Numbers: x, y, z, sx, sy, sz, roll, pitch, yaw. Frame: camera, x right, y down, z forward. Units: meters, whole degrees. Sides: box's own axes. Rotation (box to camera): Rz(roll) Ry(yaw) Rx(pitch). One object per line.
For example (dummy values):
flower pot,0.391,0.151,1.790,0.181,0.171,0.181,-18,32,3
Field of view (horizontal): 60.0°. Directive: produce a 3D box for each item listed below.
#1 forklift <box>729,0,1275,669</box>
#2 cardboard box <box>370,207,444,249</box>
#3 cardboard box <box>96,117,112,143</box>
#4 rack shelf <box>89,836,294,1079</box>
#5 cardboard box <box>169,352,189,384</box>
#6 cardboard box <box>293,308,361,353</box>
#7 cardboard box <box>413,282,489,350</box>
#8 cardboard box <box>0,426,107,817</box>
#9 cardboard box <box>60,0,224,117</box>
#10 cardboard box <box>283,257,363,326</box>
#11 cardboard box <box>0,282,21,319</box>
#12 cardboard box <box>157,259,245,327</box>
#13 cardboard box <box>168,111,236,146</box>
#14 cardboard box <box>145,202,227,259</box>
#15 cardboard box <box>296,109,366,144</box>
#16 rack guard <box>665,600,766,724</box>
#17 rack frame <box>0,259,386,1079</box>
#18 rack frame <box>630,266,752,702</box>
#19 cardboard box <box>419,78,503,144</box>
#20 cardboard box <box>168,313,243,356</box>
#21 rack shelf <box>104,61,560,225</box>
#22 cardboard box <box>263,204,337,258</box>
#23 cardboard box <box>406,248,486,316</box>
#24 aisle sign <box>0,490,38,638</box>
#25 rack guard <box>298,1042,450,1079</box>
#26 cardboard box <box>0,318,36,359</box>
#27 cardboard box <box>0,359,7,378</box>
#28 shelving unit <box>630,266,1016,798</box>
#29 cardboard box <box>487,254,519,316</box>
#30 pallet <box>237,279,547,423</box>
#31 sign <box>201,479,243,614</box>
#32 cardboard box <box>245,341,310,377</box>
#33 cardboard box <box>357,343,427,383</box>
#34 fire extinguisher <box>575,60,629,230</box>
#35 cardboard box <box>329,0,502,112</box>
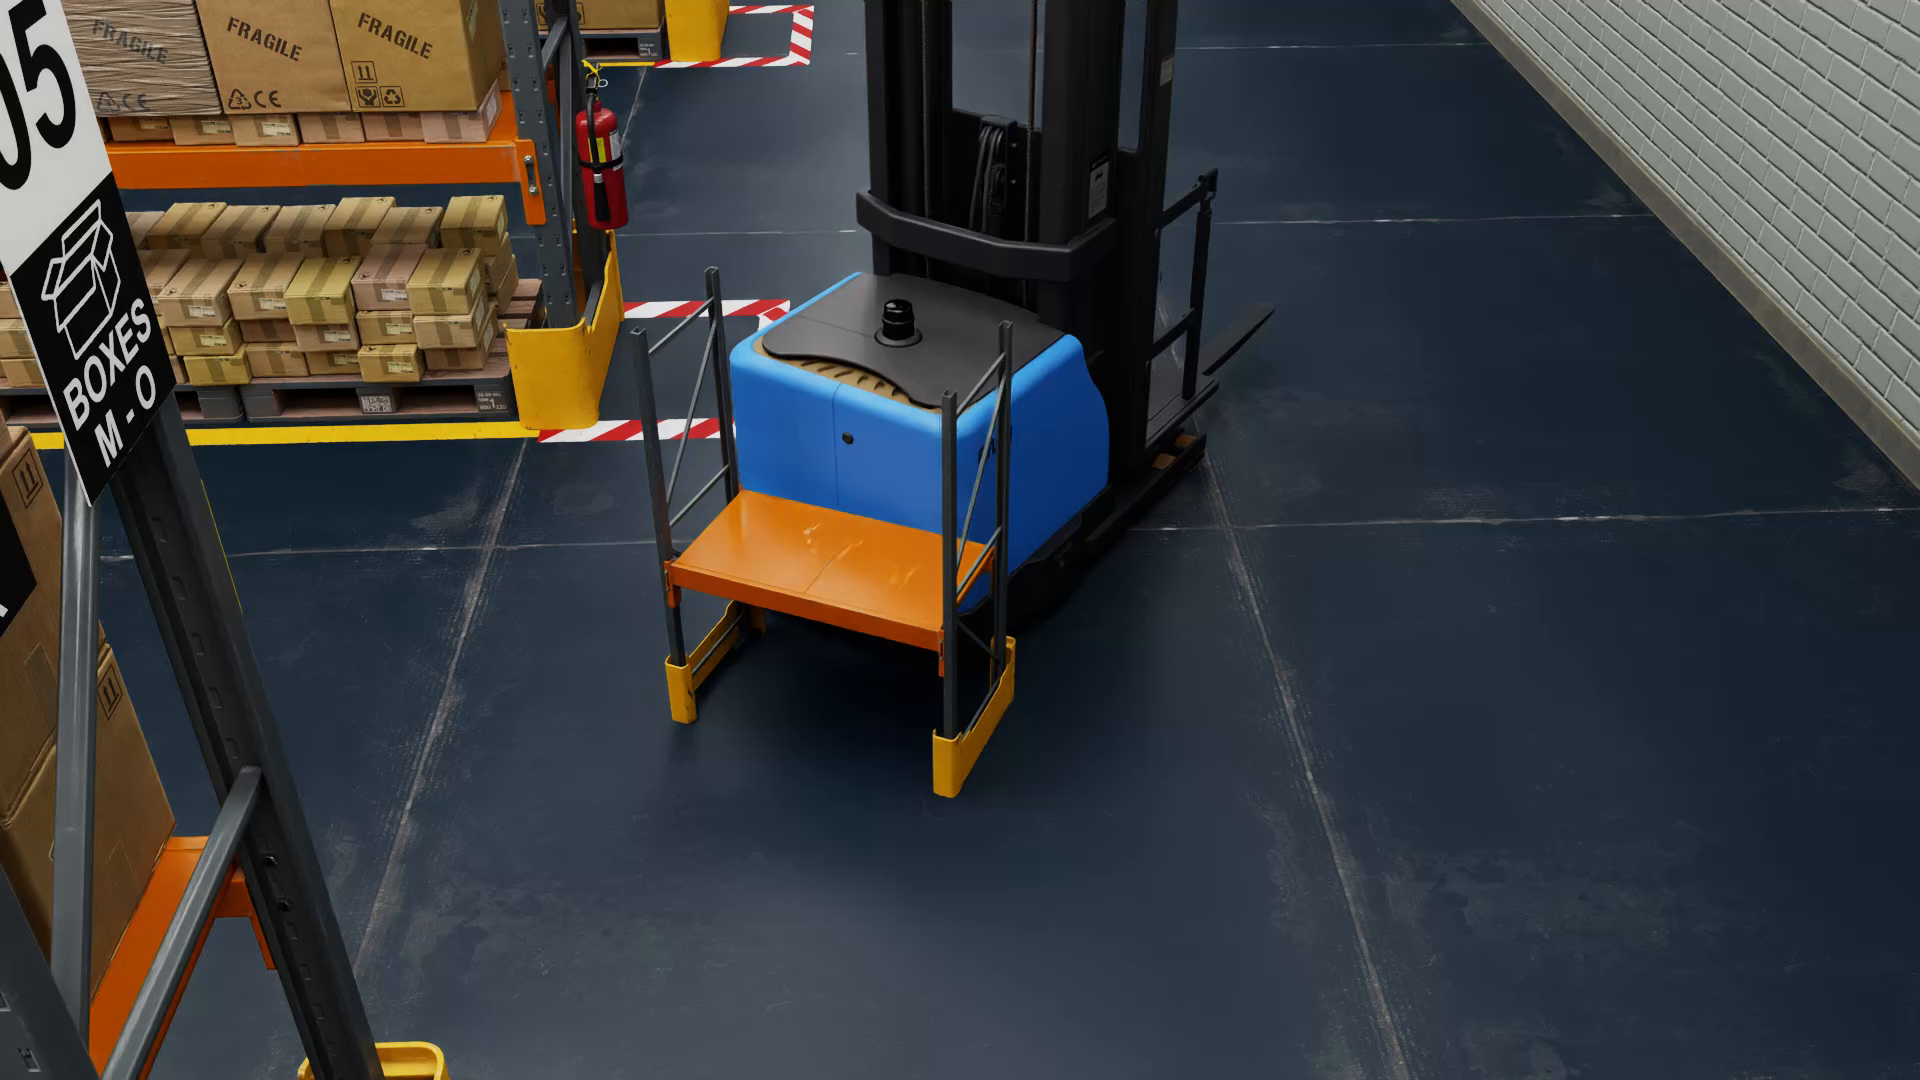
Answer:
forklift,0.402,-1.540,6.400,1.130,2.935,3.031,21,40,27
cardboard box,-2.570,-1.411,7.767,0.250,0.149,0.380,-1,35,-1
cardboard box,-3.629,-1.789,6.920,0.250,0.149,0.380,-1,35,-1
rack shelf,-3.424,1.098,3.160,4.000,0.370,1.077,-2,35,-2
cardboard box,-3.569,-0.856,7.487,0.250,0.149,0.380,-1,35,-1
cardboard box,-2.794,-0.994,7.426,0.250,0.149,0.380,-3,35,-4
cardboard box,-2.275,-1.009,7.447,0.250,0.149,0.380,-2,35,-4
cardboard box,-1.919,0.147,2.936,0.500,0.500,0.500,-2,35,-3
cardboard box,-3.218,-2.038,6.710,0.500,0.500,0.500,-1,35,-2
cardboard box,-2.784,-1.096,7.312,0.250,0.149,0.380,-2,35,-3
cardboard box,-4.089,-1.135,7.368,0.250,0.149,0.380,-3,35,-4
cardboard box,-3.312,-1.087,7.298,0.250,0.149,0.380,0,35,0
cardboard box,-3.092,-1.779,6.906,0.250,0.149,0.380,-3,35,-4
cardboard box,-3.614,-1.440,7.809,0.250,0.149,0.380,-1,35,-1
cardboard box,-2.573,-1.790,6.921,0.250,0.149,0.380,-2,35,-3
rack guard,-0.871,0.381,5.980,0.087,0.250,0.587,13,37,18
rack frame,-1.426,0.748,3.033,0.127,3.000,1.000,-2,35,-2
rack frame,-0.889,-0.137,5.630,0.032,1.500,0.500,13,37,18
cardboard box,-2.073,-1.790,6.922,0.250,0.149,0.380,-1,35,-2
cardboard box,-3.310,-0.973,7.395,0.250,0.149,0.380,-1,35,-2
rack shelf,-3.759,-1.713,7.222,4.000,0.370,1.077,-2,35,-2
cardboard box,-3.072,-1.424,7.784,0.250,0.149,0.380,-3,35,-5
cardboard box,-2.278,-1.150,7.389,0.250,0.149,0.380,-1,35,-2
aisle sign,-1.339,-0.147,2.042,0.004,0.787,0.394,-2,35,-2
rack guard,-1.402,1.775,3.746,0.348,0.500,1.175,-2,35,-2
cardboard box,-4.088,-0.961,7.378,0.250,0.149,0.380,-2,35,-3
cardboard box,-4.348,-0.889,7.534,0.250,0.149,0.380,-3,35,-4
shelving unit,-0.409,-0.027,5.471,1.083,1.500,0.587,13,37,18
cardboard box,-2.300,-1.231,8.029,0.250,0.149,0.380,-1,35,-1
pallet,-2.650,-0.913,7.883,1.213,0.211,1.003,-2,35,-2
sign,-1.446,0.044,3.220,0.005,0.325,0.100,-2,35,-2
cardboard box,-3.043,-0.894,7.542,0.250,0.149,0.380,-1,35,-2
cardboard box,-2.529,-0.866,7.502,0.250,0.149,0.380,-1,35,-1
fire extinguisher,-1.488,-1.622,6.854,0.183,0.674,0.296,-2,35,-2
cardboard box,-2.198,-2.068,6.753,0.500,0.500,0.500,-1,35,-1
